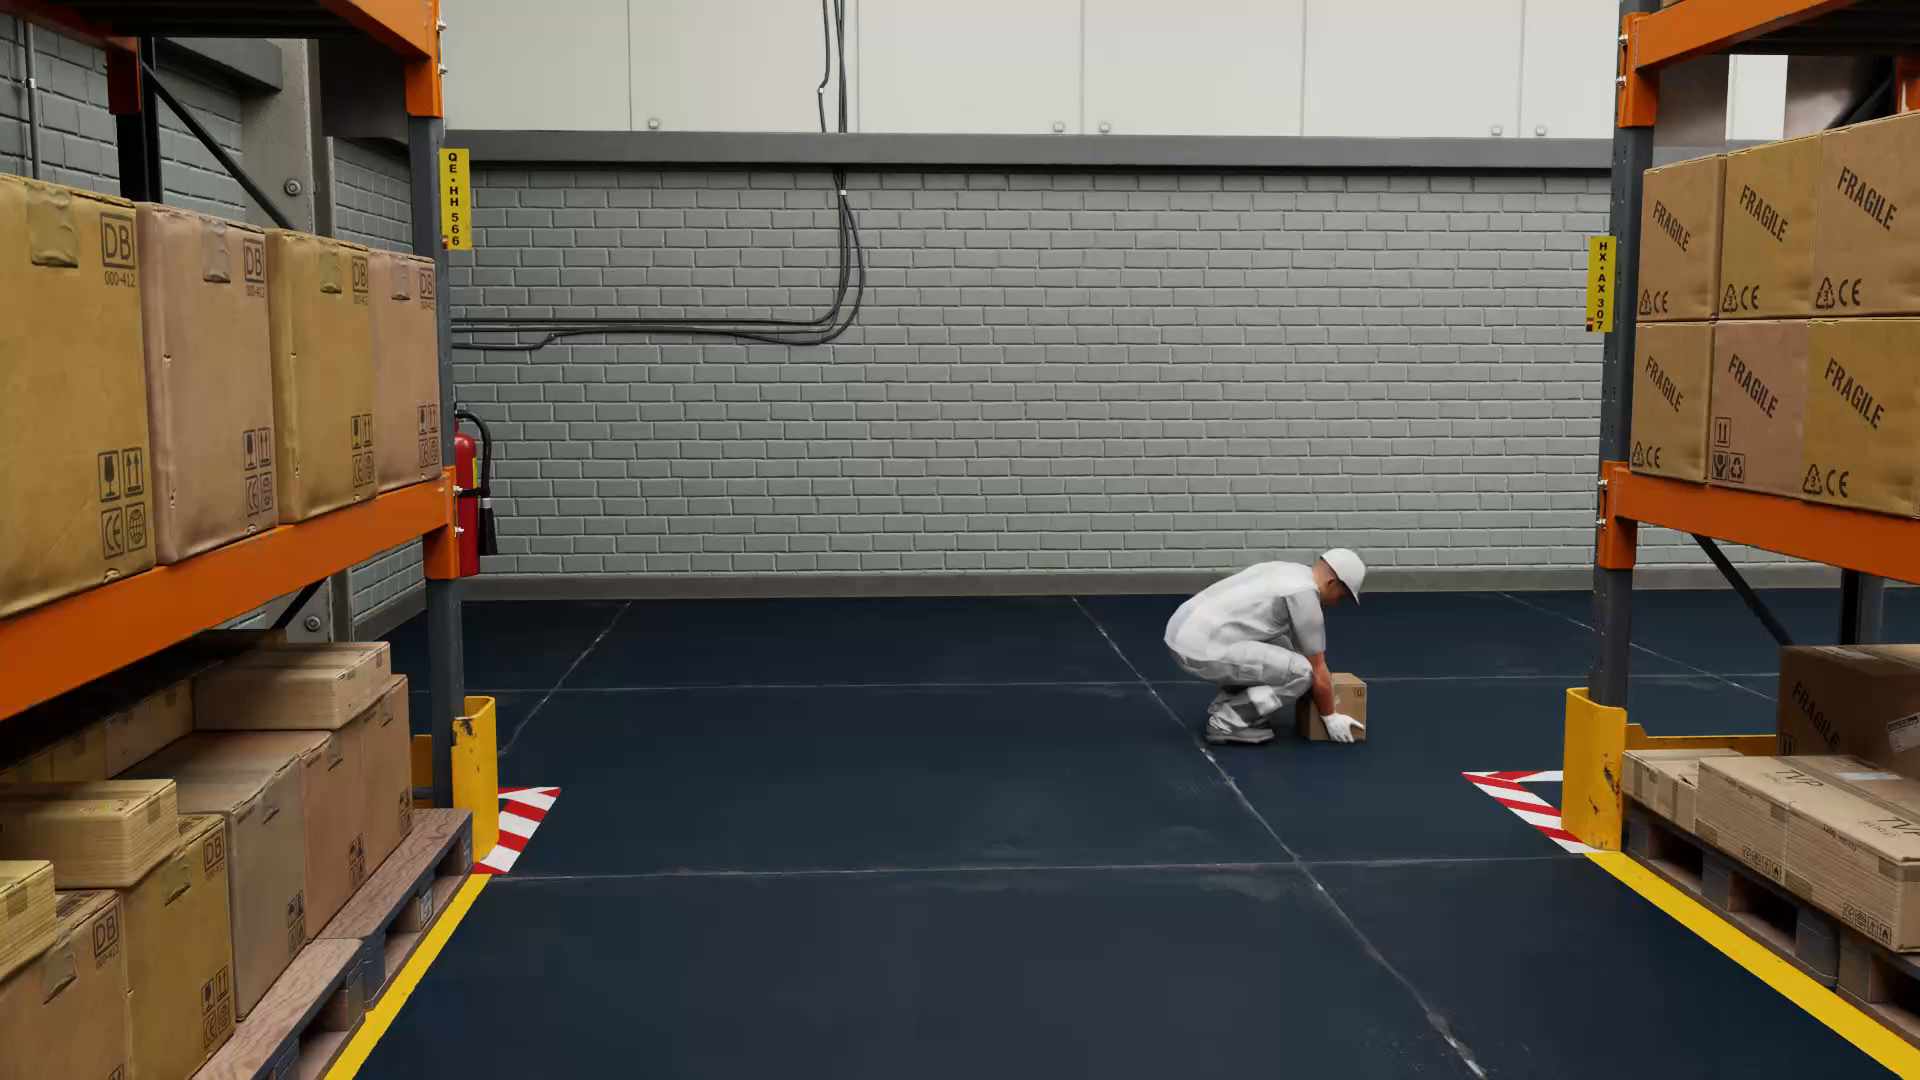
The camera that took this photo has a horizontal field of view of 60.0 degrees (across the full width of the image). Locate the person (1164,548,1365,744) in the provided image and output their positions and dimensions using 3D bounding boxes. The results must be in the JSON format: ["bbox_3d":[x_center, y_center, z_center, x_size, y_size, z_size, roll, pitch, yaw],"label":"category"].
[{"bbox_3d":[1.355,0.484,7.363,0.899,0.883,0.558,0,7,-4],"label":"person"}]
